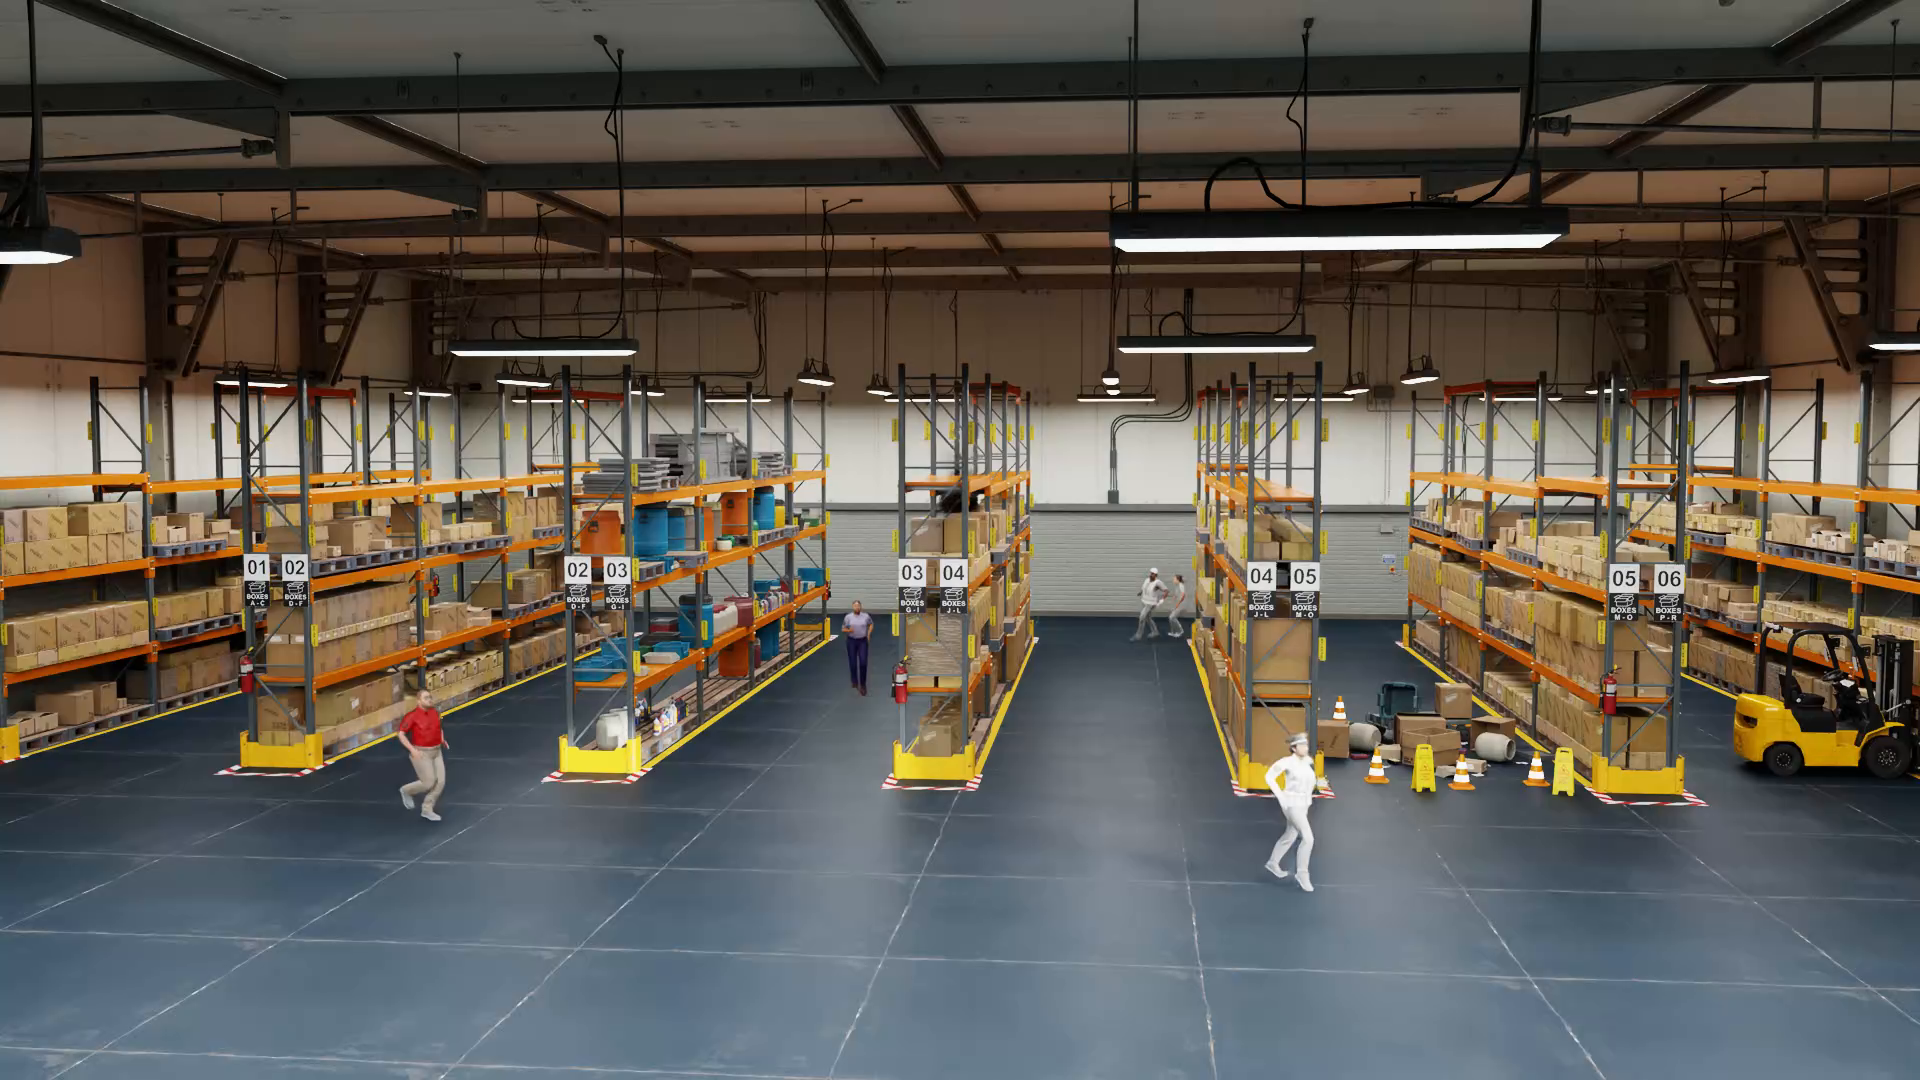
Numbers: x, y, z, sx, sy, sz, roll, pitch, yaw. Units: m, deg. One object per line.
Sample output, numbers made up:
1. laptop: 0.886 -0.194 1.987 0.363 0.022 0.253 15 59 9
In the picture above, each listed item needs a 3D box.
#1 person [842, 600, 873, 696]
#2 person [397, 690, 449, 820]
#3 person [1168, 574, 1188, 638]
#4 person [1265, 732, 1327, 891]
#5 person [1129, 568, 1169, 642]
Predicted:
1. person: -1.868 1.985 30.445 0.586 1.729 0.650 0 4 -5
2. person: -6.925 2.784 21.581 0.527 1.678 0.671 2 4 29
3. person: 5.322 1.616 40.754 0.473 1.574 0.814 0 4 -4
4. person: 3.727 2.988 18.446 0.580 1.761 0.749 -4 5 -44
5. person: 4.507 1.547 39.946 0.908 1.767 0.732 -2 4 -26
